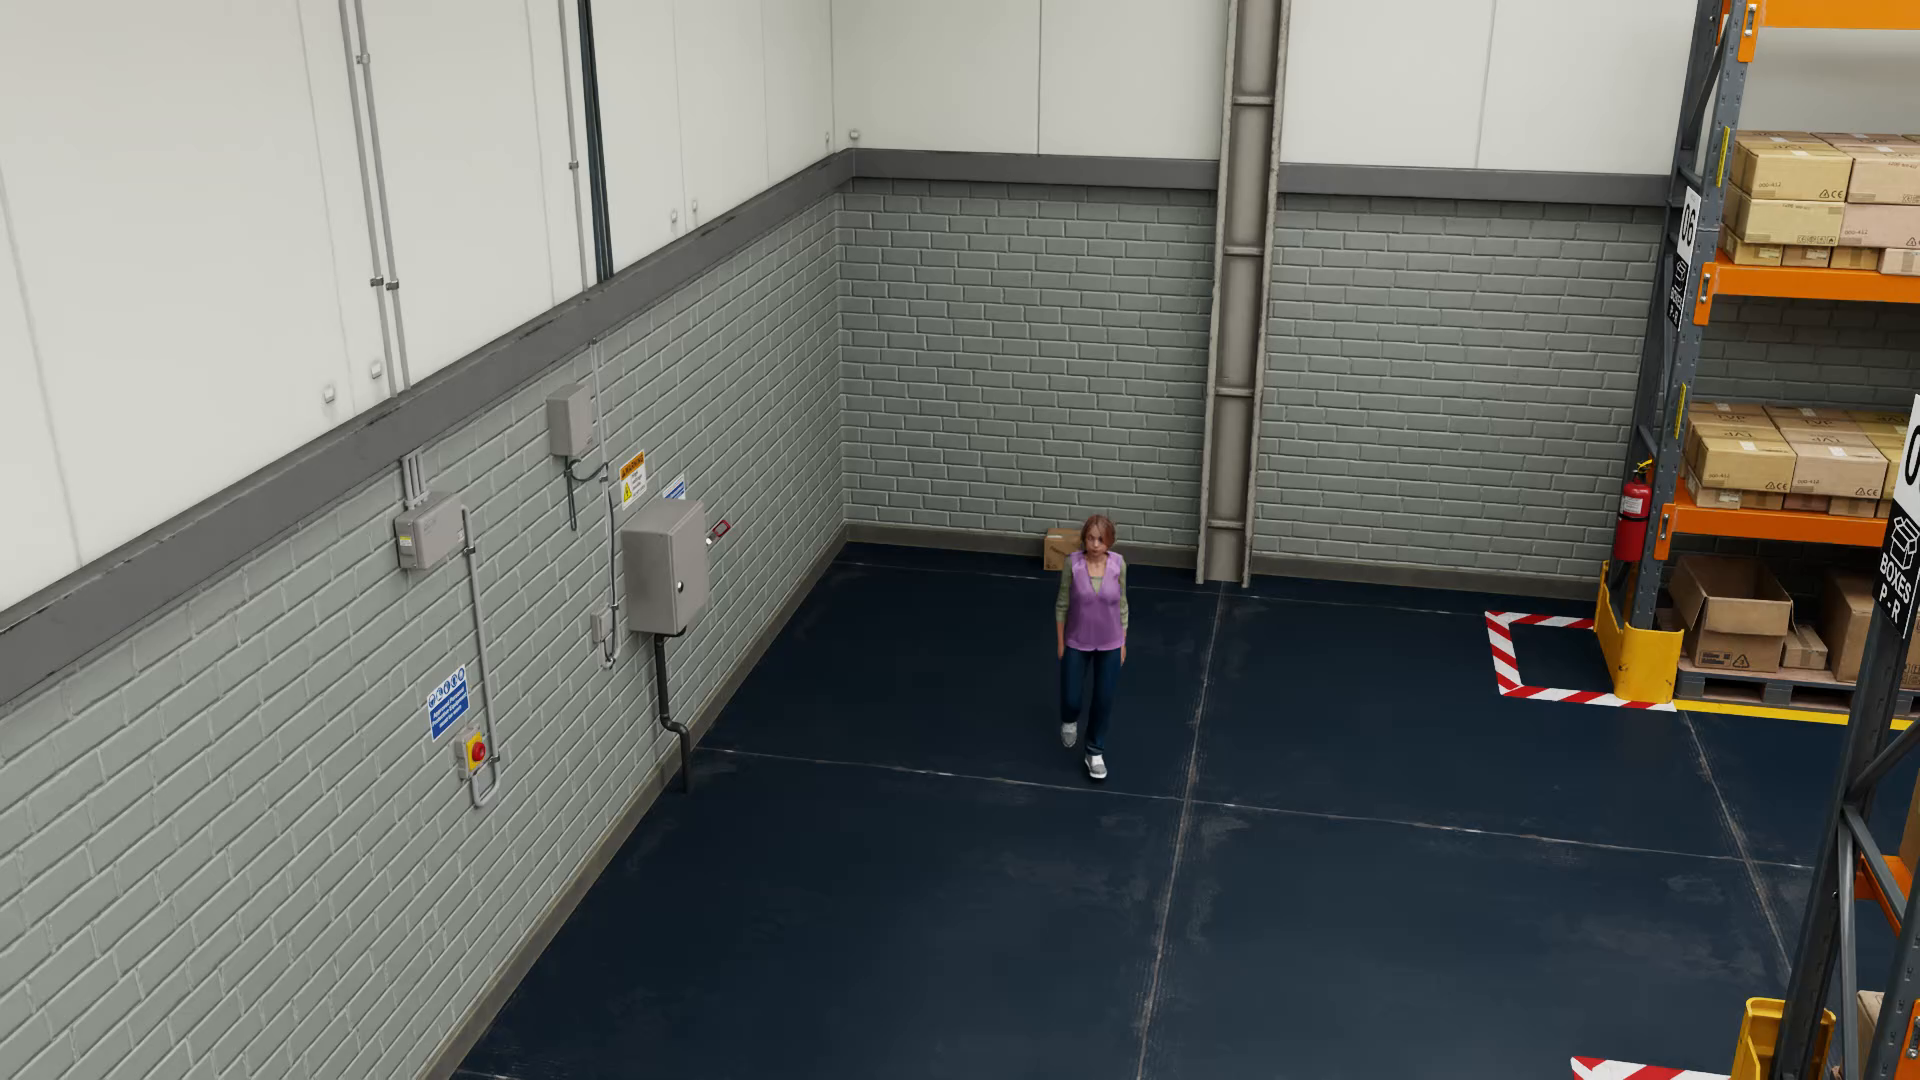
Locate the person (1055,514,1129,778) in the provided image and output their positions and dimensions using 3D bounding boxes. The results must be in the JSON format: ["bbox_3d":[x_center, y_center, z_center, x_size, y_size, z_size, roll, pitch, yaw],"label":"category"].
[{"bbox_3d":[0.752,0.580,9.594,0.418,1.588,0.487,-1,22,-2],"label":"person"}]
